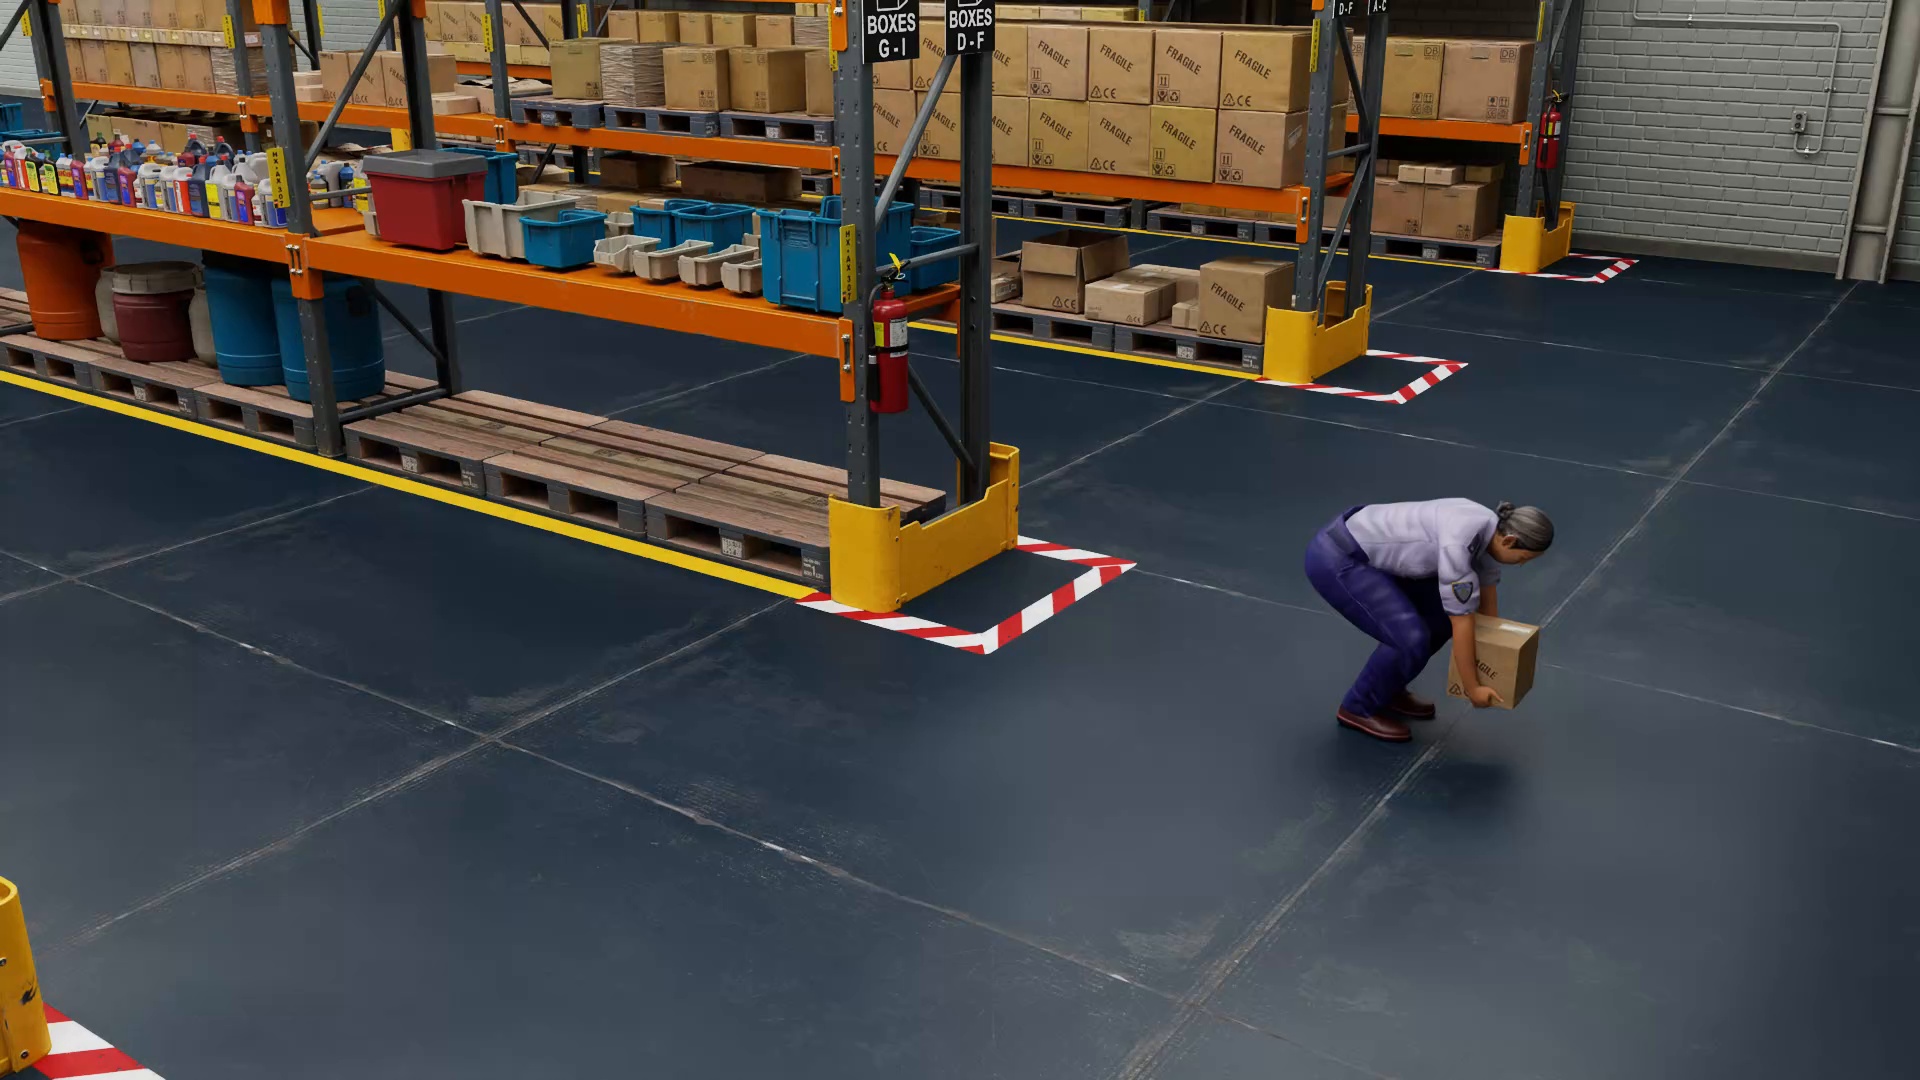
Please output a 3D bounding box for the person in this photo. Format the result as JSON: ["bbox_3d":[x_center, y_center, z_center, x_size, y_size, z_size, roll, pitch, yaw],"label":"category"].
[{"bbox_3d":[1.761,0.271,6.349,0.886,0.970,0.501,12,23,30],"label":"person"}]
